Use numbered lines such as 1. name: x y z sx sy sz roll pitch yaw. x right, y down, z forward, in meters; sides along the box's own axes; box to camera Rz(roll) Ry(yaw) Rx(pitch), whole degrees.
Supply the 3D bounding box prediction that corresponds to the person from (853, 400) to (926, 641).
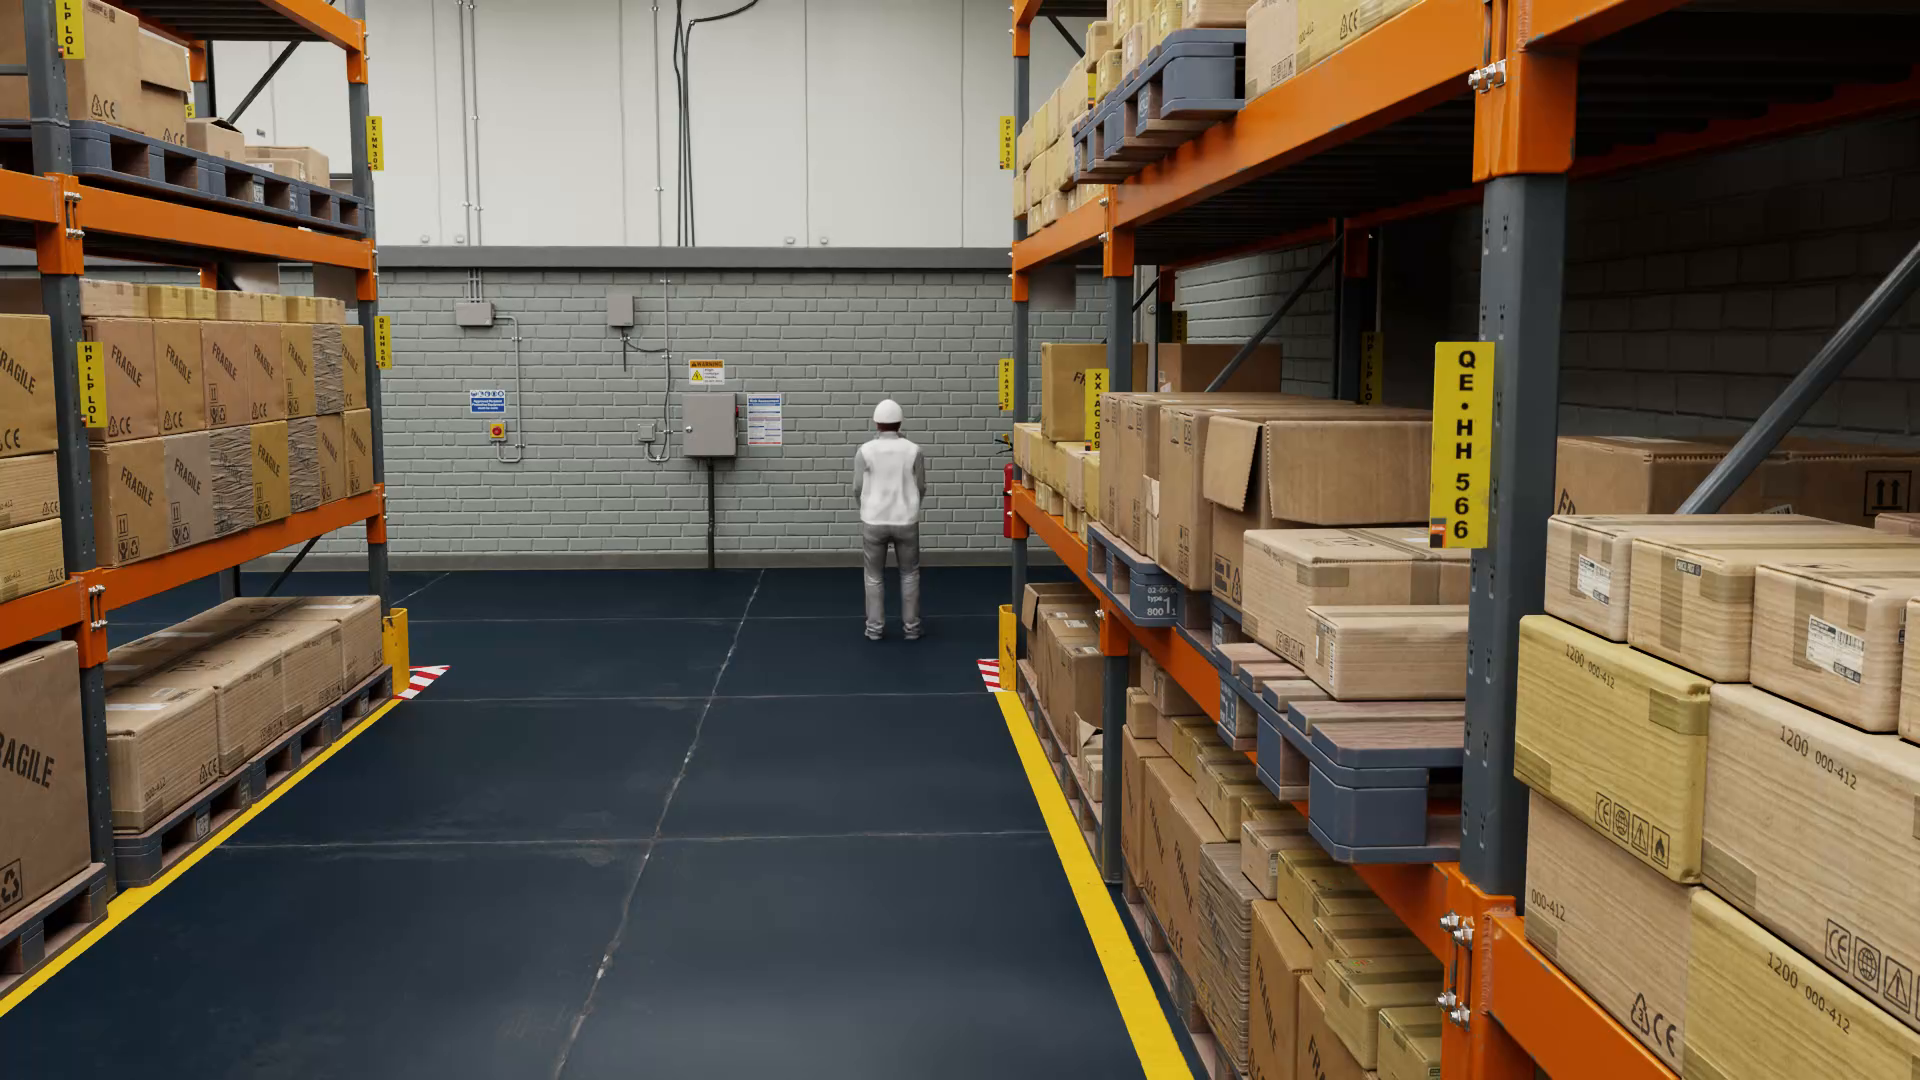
1. person: -0.523 -0.150 12.358 0.546 1.779 0.470 -1 7 -5
